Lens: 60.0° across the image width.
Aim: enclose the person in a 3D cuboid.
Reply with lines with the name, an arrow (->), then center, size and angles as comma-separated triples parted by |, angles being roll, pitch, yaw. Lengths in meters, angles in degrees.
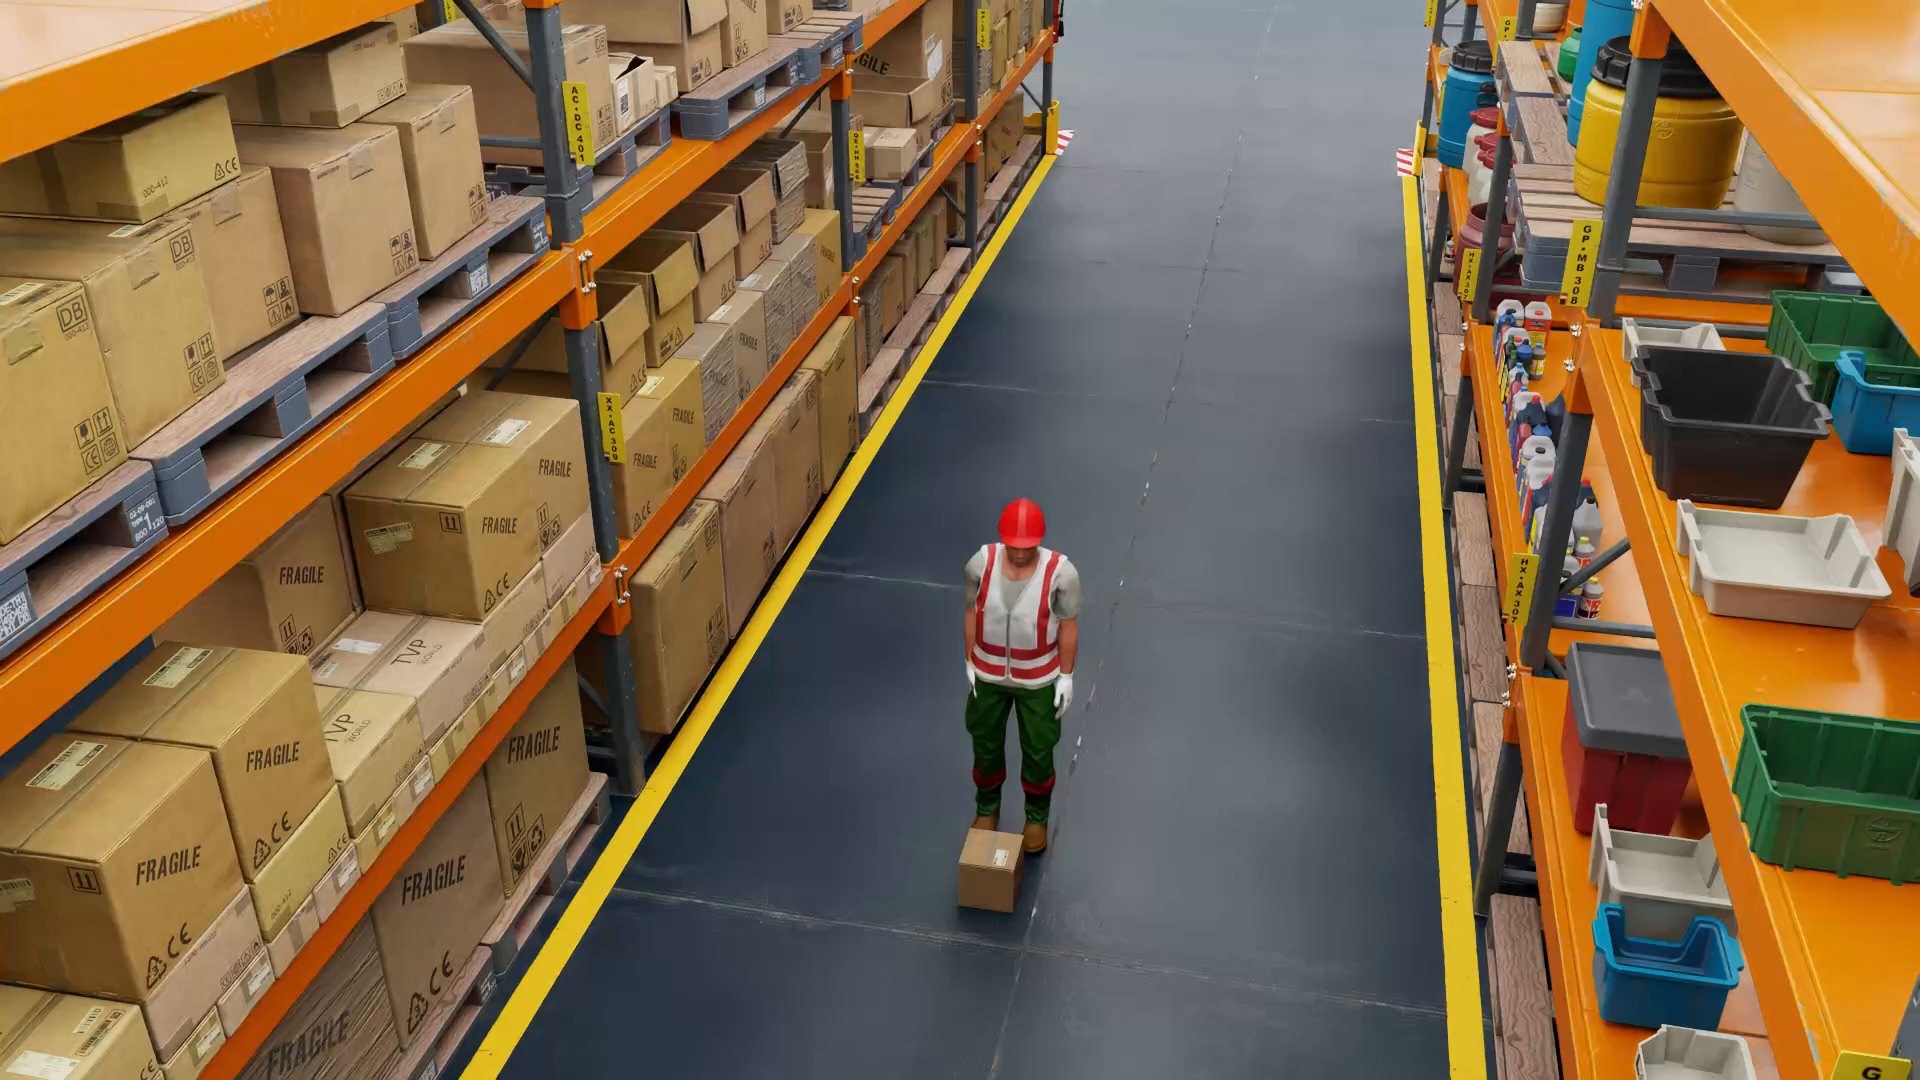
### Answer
person -> 0.263, 0.607, 7.492 | 0.528, 1.777, 0.351 | 6, 29, 12
